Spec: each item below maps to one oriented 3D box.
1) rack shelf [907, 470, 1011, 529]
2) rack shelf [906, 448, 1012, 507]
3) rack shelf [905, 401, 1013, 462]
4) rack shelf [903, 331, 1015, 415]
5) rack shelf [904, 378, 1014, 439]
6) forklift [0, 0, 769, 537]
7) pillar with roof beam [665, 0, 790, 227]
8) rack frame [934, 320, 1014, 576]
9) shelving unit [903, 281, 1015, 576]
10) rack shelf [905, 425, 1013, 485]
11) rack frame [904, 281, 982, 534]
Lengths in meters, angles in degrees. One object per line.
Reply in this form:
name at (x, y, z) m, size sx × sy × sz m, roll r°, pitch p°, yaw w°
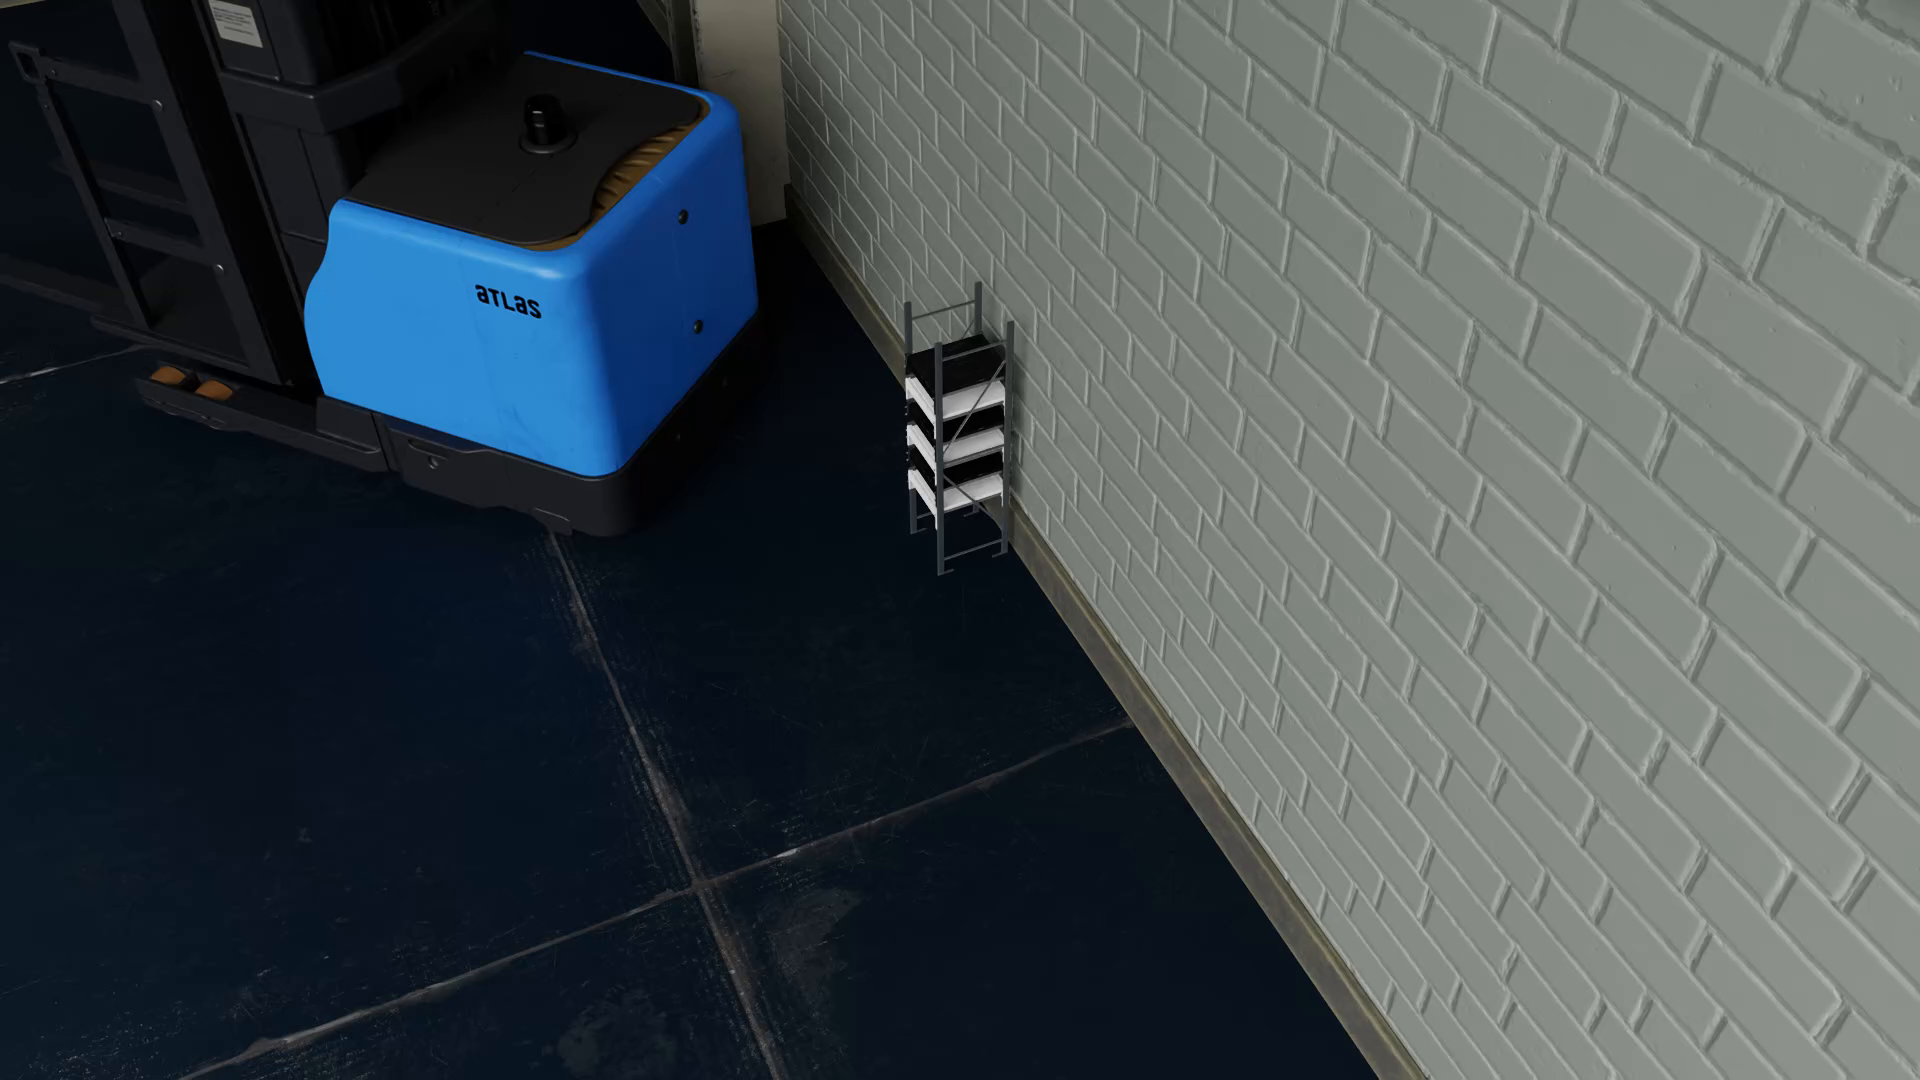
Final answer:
rack shelf at (-0.003, -0.160, 5.075) m, size 0.258 × 0.077 × 0.200 m, roll -19°, pitch 48°, yaw -18°
rack shelf at (-0.003, -0.224, 5.012) m, size 0.258 × 0.077 × 0.200 m, roll -19°, pitch 48°, yaw -18°
rack shelf at (-0.003, -0.352, 4.885) m, size 0.258 × 0.077 × 0.200 m, roll -19°, pitch 48°, yaw -18°
rack shelf at (-0.003, -0.480, 4.759) m, size 0.258 × 0.077 × 0.200 m, roll -19°, pitch 48°, yaw -18°
rack shelf at (-0.003, -0.416, 4.822) m, size 0.258 × 0.077 × 0.200 m, roll -19°, pitch 48°, yaw -18°
forklift at (-2.228, -1.737, 4.924) m, size 3.031 × 2.935 × 1.130 m, roll 17°, pitch 47°, yaw 16°
pillar with roof beam at (-4.777, -3.288, 2.175) m, size 9.100 × 9.000 × 0.400 m, roll -18°, pitch 47°, yaw -17°
rack frame at (0.040, -0.247, 4.860) m, size 0.240 × 0.900 × 0.006 m, roll -19°, pitch 48°, yaw -18°
shelving unit at (-0.003, -0.312, 4.925) m, size 0.258 × 0.900 × 0.210 m, roll -19°, pitch 48°, yaw -18°
rack shelf at (-0.003, -0.288, 4.949) m, size 0.258 × 0.077 × 0.200 m, roll -19°, pitch 48°, yaw -18°
rack frame at (-0.047, -0.376, 4.990) m, size 0.240 × 0.900 × 0.006 m, roll -19°, pitch 48°, yaw -18°
